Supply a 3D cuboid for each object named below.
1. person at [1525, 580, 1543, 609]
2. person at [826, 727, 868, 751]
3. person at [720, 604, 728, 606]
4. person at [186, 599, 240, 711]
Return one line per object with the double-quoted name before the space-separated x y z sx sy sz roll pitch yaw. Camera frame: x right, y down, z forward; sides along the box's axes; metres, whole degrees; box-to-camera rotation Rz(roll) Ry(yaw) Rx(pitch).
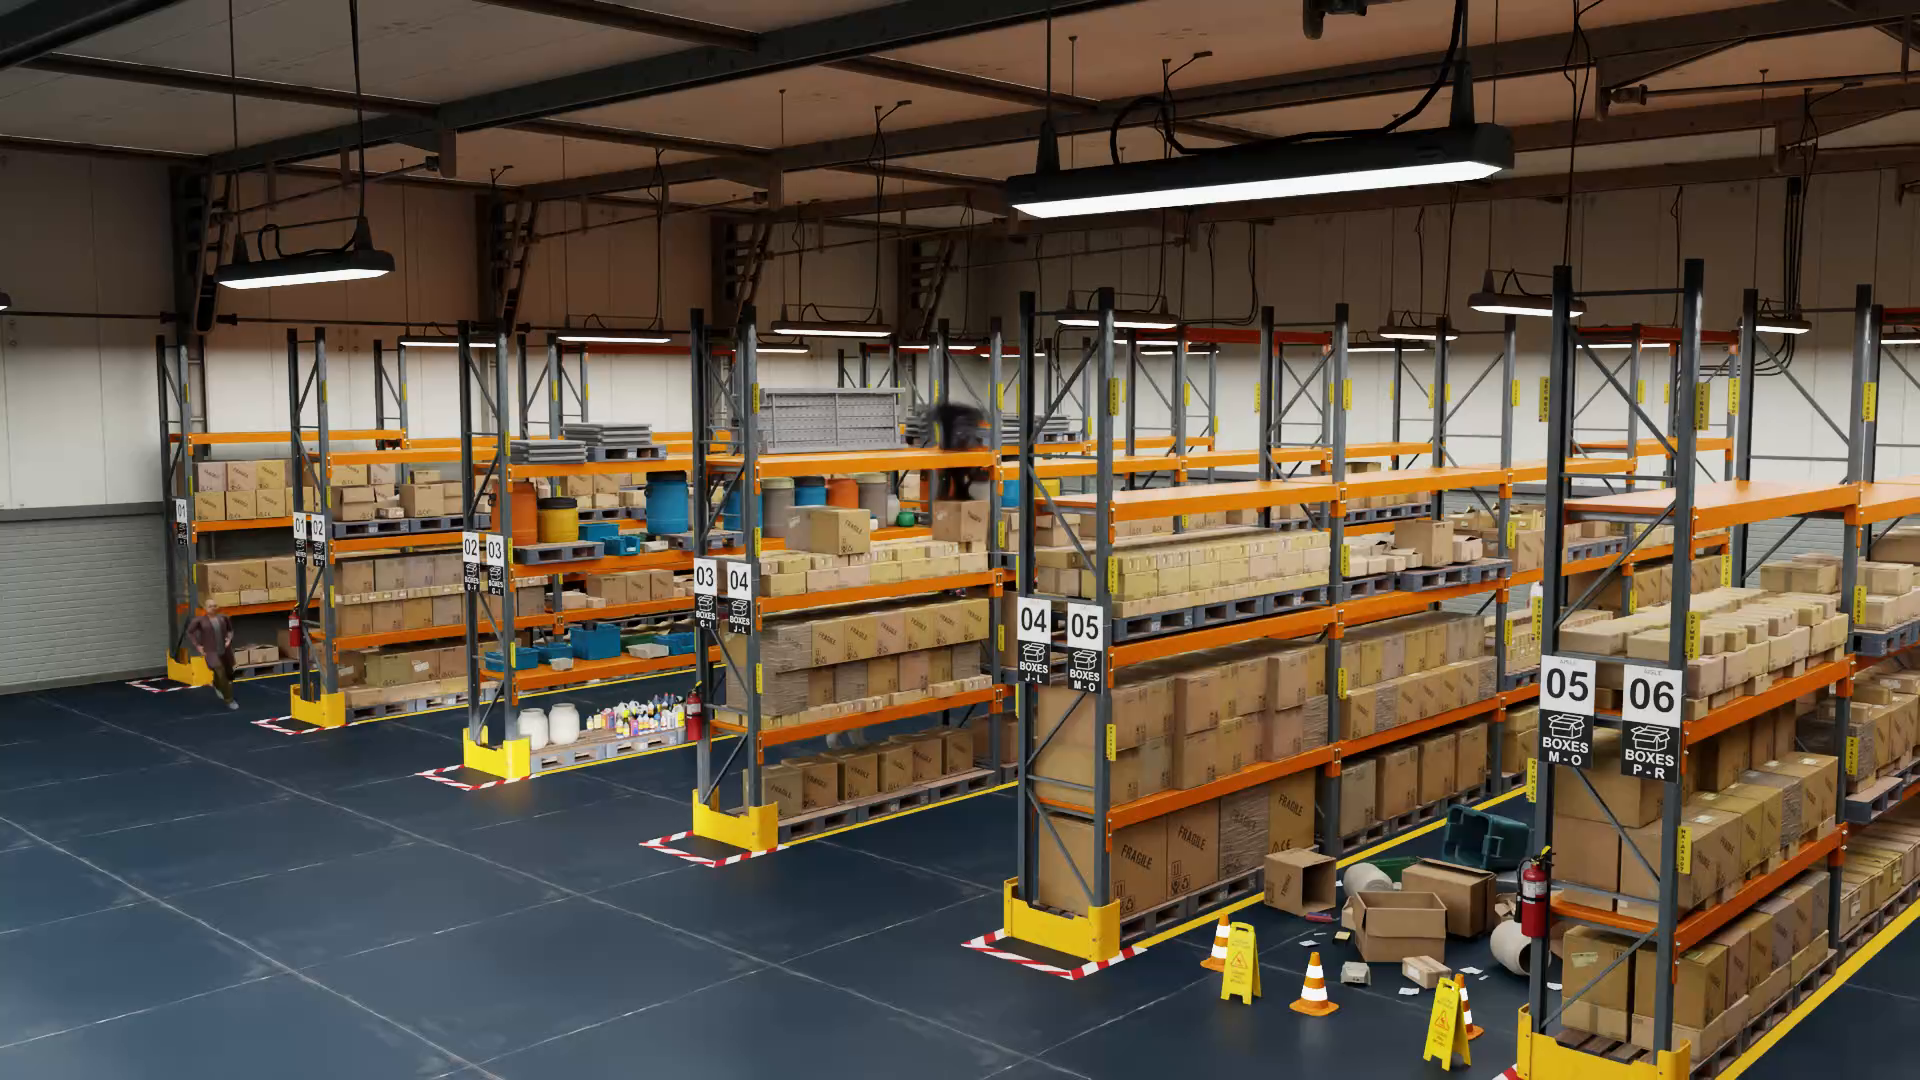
"person" 11.184 1.364 31.955 0.694 1.605 0.678 -5 7 -43
"person" -1.516 2.259 22.105 0.672 1.669 0.835 3 6 25
"person" -3.822 1.731 29.070 0.533 1.480 0.915 5 7 41
"person" -11.892 1.811 26.499 0.988 1.757 0.698 5 7 42
